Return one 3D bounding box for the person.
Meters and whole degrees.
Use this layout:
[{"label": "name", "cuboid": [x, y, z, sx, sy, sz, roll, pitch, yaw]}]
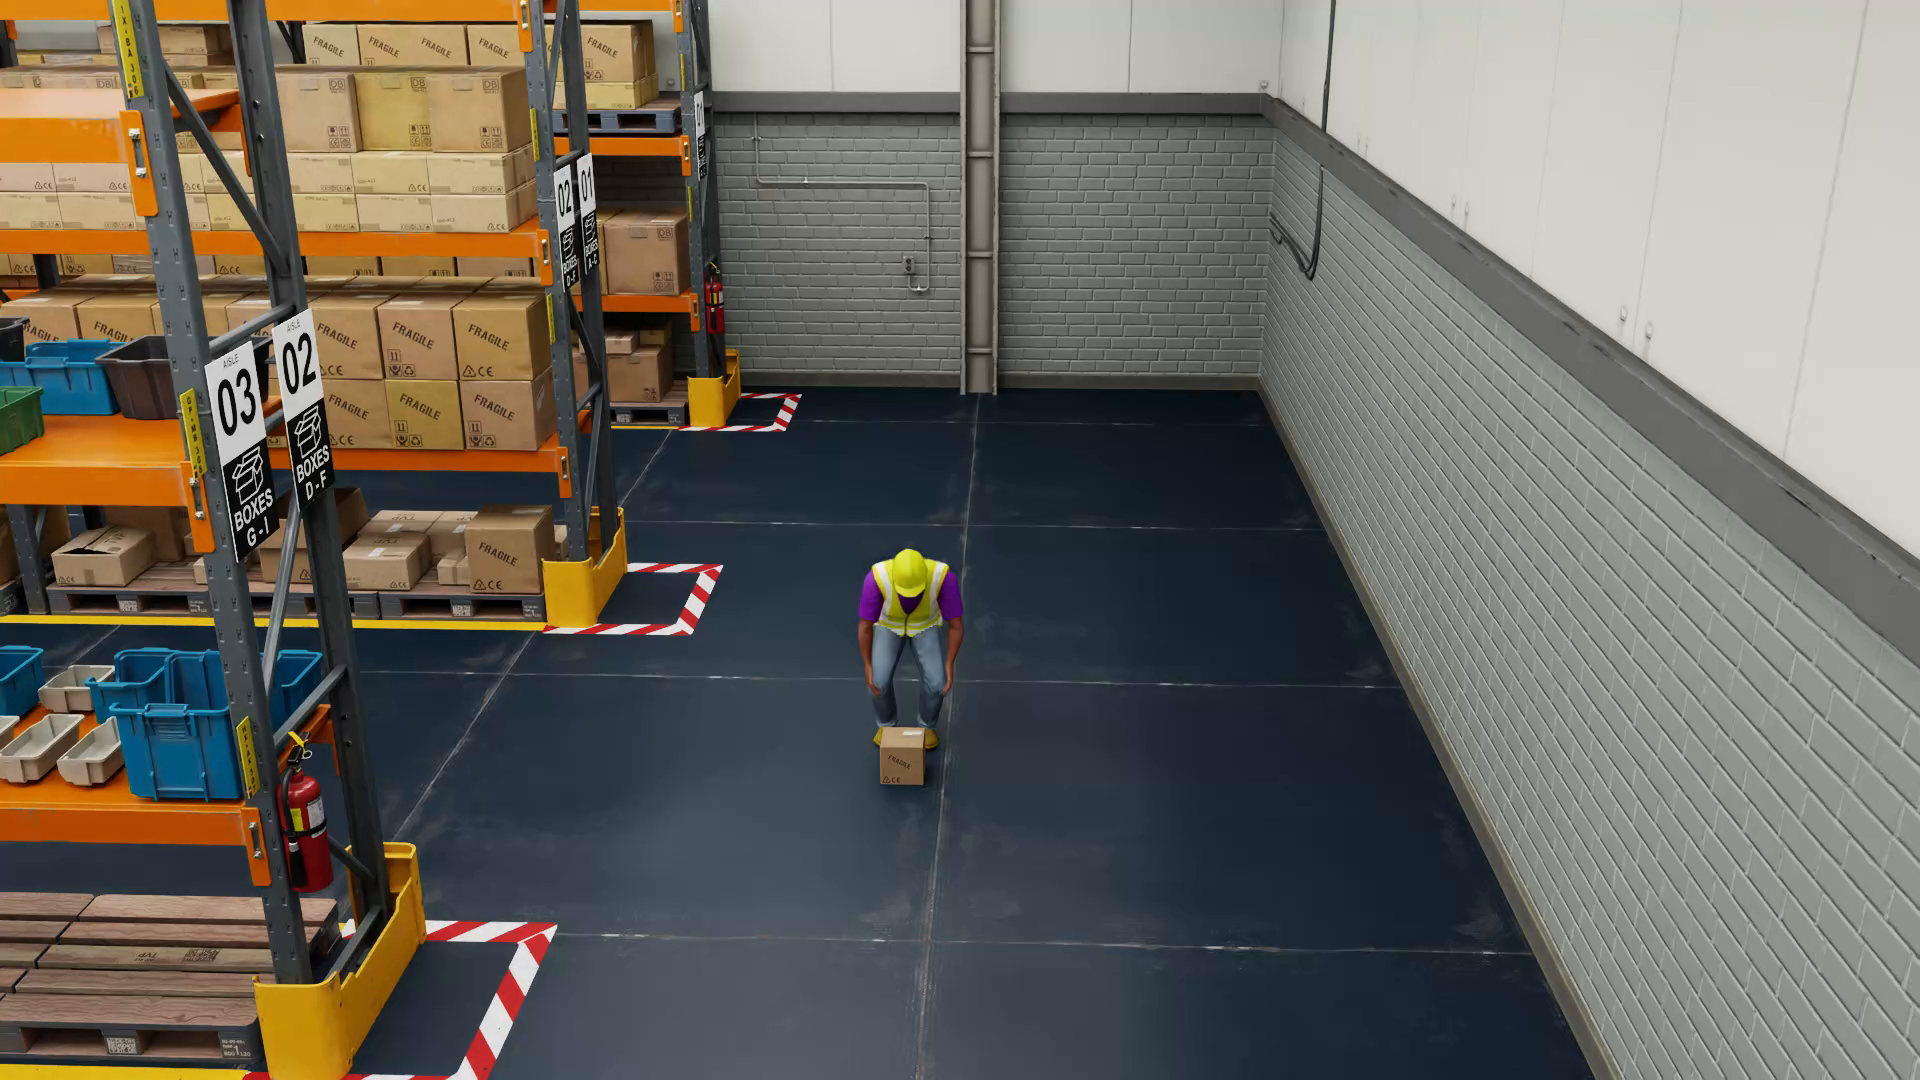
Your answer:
[{"label": "person", "cuboid": [-0.286, 0.607, 9.998, 0.631, 1.371, 0.779, 1, 21, 2]}]
